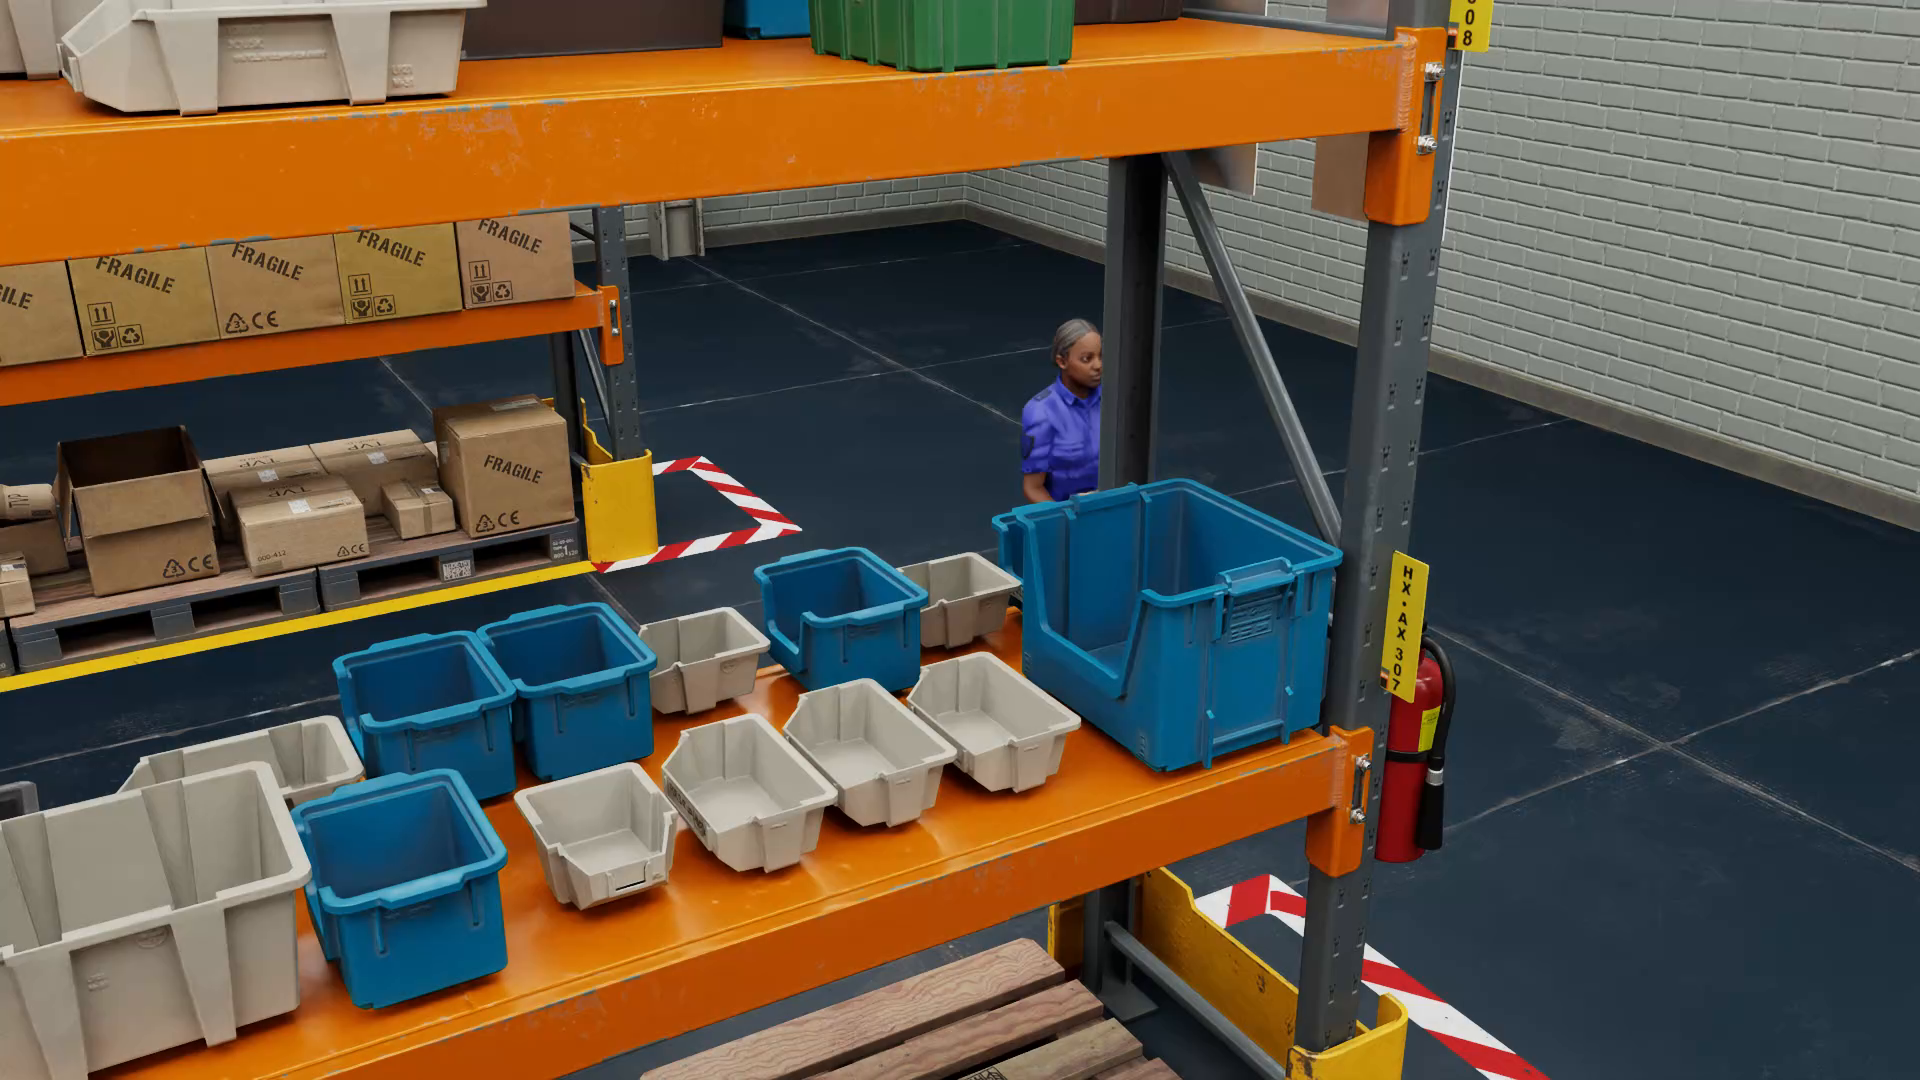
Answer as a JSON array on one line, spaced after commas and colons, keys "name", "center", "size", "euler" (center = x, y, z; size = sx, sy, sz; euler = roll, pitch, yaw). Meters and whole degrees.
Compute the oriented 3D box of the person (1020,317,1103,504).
[{"name": "person", "center": [0.461, 0.036, 5.999], "size": [0.470, 1.659, 0.475], "euler": [-13, 25, -29]}]
